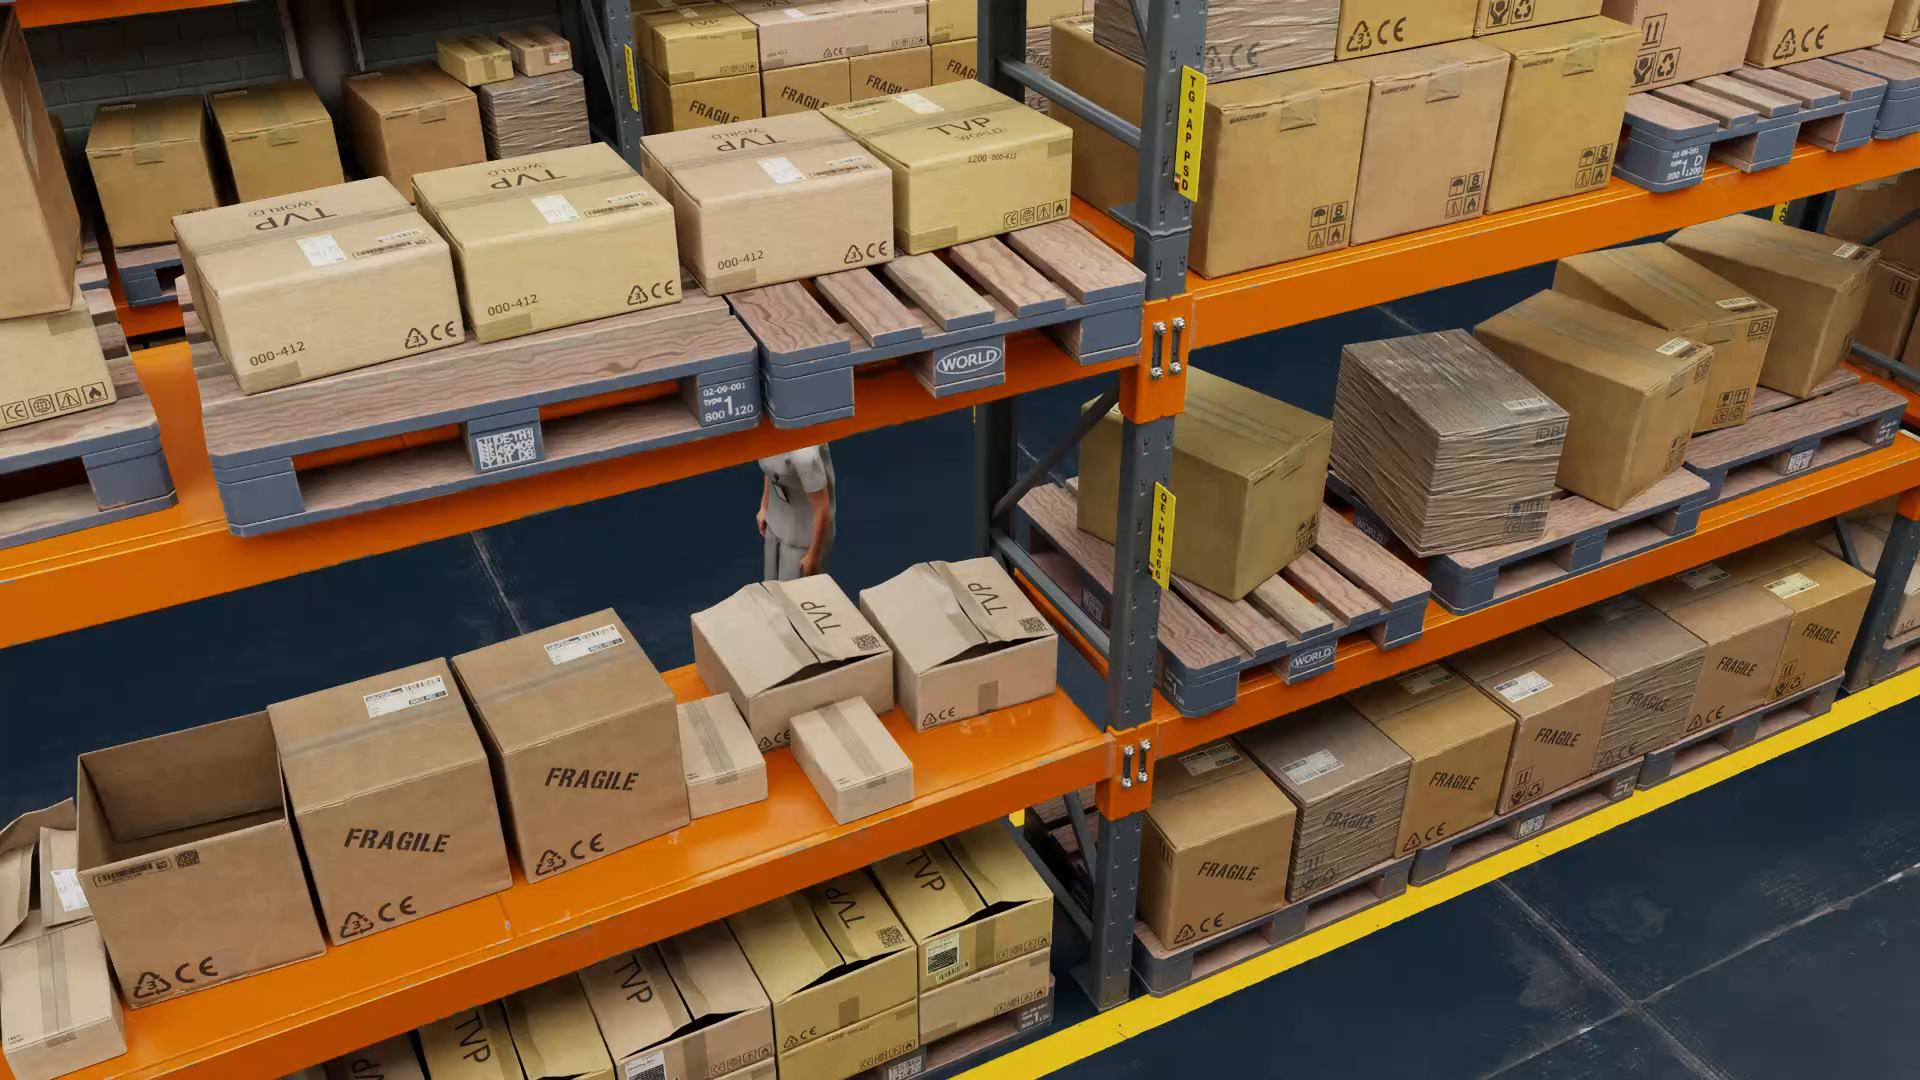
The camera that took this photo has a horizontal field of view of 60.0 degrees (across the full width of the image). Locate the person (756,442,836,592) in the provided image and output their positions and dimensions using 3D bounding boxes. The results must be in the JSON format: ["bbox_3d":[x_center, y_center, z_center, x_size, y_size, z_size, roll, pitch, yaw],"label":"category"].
[{"bbox_3d":[-0.752,-0.022,7.176,0.415,1.671,0.514,-18,37,-26],"label":"person"}]
